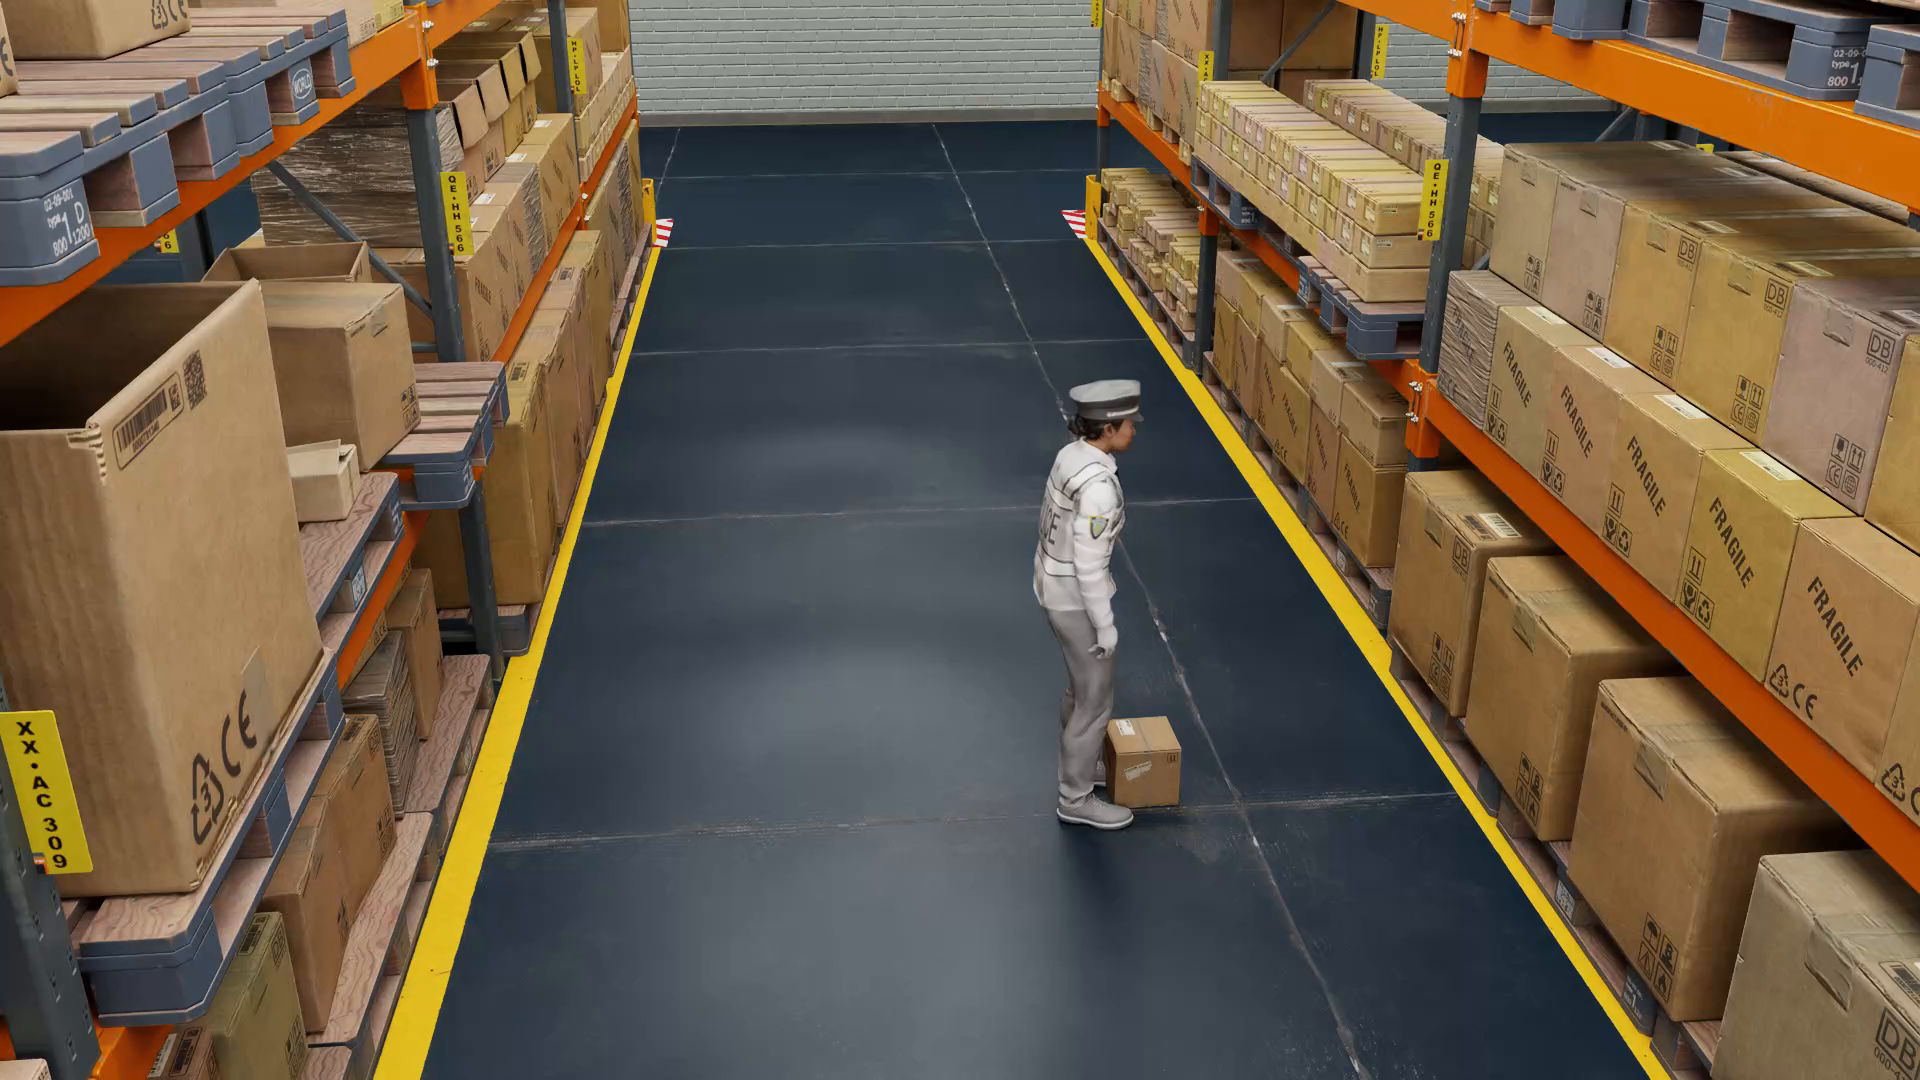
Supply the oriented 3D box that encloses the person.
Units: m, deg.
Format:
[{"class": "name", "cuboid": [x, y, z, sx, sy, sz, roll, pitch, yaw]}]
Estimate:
[{"class": "person", "cuboid": [0.476, 0.223, 6.092, 0.403, 1.664, 0.528, -2, 24, -5]}]
